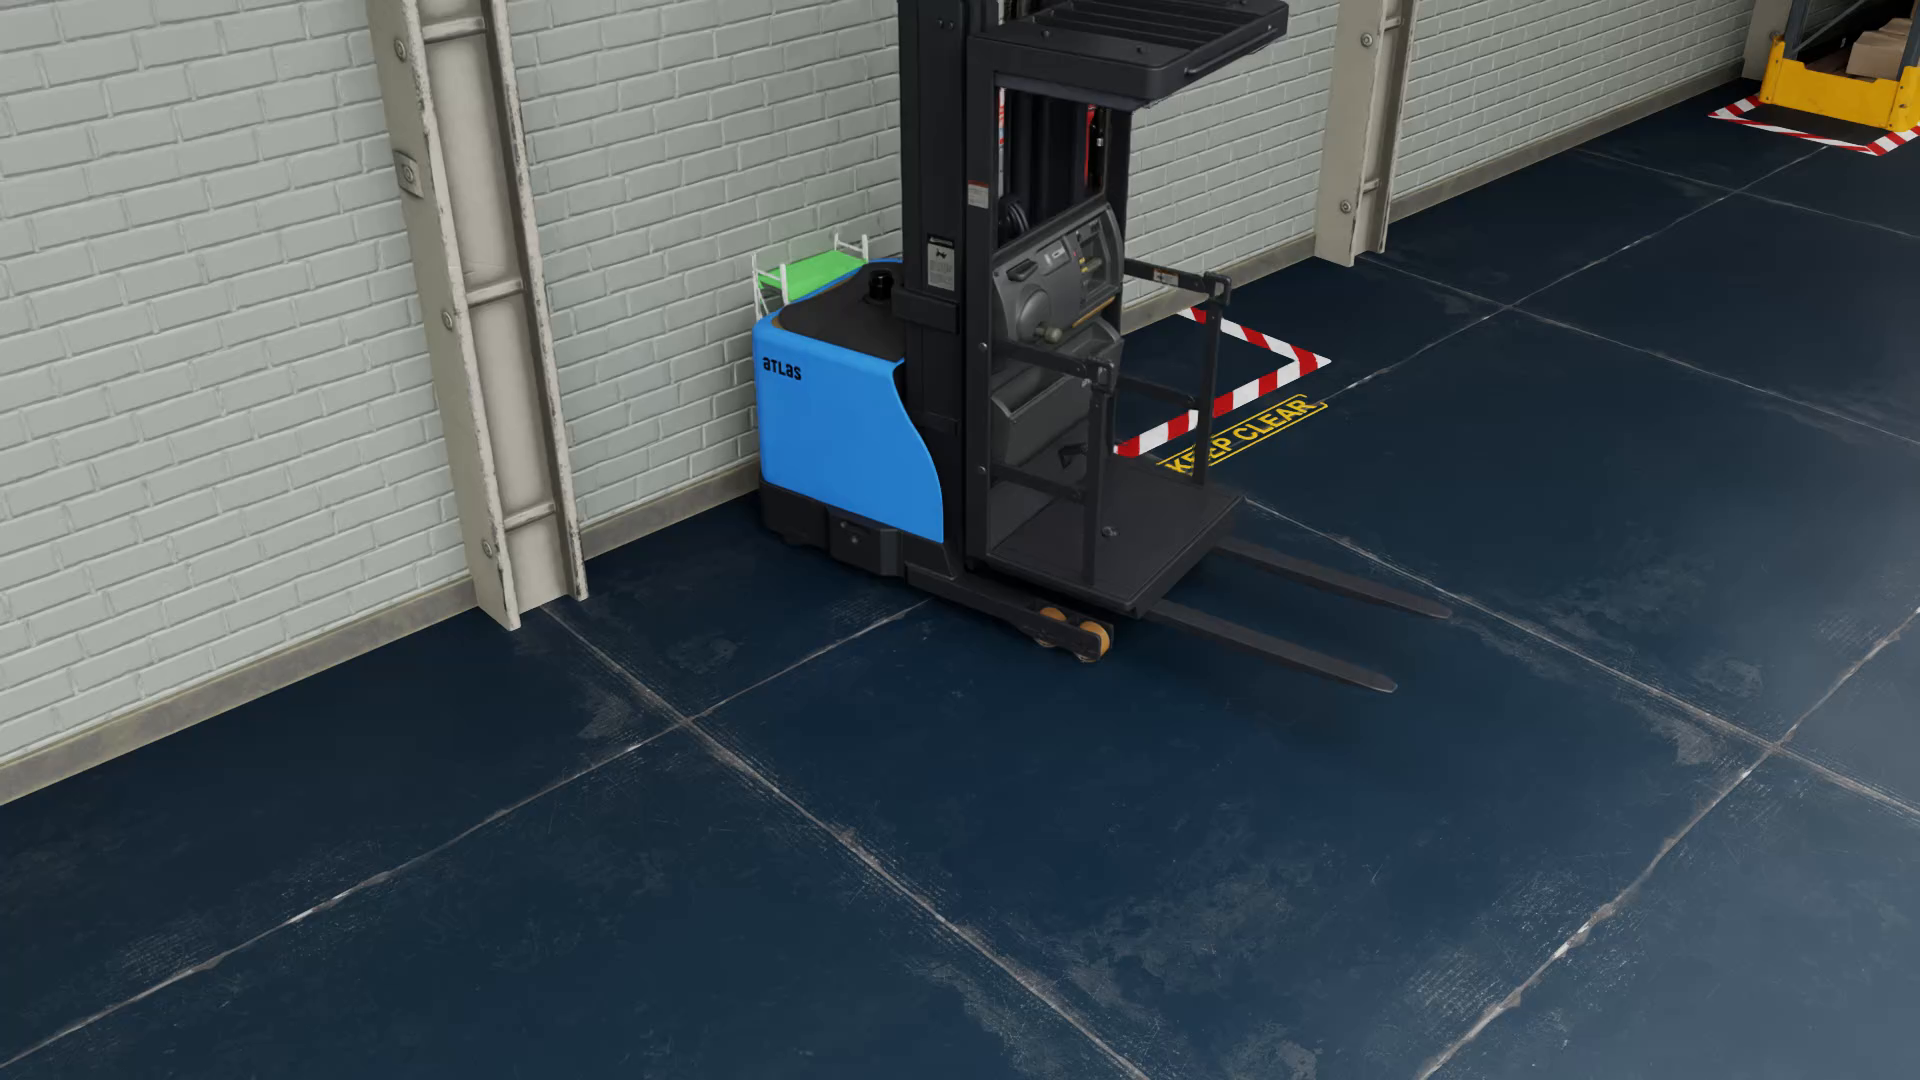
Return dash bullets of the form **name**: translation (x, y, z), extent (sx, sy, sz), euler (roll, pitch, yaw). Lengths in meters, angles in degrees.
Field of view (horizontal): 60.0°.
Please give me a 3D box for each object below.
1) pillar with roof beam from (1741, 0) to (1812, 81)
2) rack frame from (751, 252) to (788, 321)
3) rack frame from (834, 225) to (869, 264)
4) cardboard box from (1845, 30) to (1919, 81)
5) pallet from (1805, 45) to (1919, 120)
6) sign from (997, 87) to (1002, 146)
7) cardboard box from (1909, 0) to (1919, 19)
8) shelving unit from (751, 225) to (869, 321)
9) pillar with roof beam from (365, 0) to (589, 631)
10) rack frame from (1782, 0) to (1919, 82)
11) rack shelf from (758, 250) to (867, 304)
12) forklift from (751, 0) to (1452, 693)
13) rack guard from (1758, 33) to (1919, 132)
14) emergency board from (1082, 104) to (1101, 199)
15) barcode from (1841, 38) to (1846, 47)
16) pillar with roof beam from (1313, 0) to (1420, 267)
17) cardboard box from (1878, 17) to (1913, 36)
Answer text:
- **pillar with roof beam**: translation (9.842, -6.187, 9.242), extent (0.400, 9.000, 9.100), euler (-26, 40, -35)
- **rack frame**: translation (-0.852, -0.760, 7.834), extent (0.015, 1.200, 0.240), euler (-27, 38, -36)
- **rack frame**: translation (-0.500, -0.940, 8.120), extent (0.015, 1.200, 0.240), euler (-27, 38, -36)
- **cardboard box**: translation (7.559, -3.947, 13.485), extent (0.500, 0.311, 0.500), euler (24, 39, 34)
- **pallet**: translation (7.666, -3.807, 13.774), extent (1.213, 0.211, 1.003), euler (-26, 40, -35)
- **sign**: translation (0.202, -2.143, 8.345), extent (0.234, 0.329, 0.001), euler (-26, 40, -35)
- **cardboard box**: translation (8.549, -4.471, 14.161), extent (0.700, 0.500, 0.500), euler (26, 40, 36)
- **shelving unit**: translation (-0.676, -0.850, 7.977), extent (0.503, 1.200, 0.258), euler (-27, 38, -36)
- **pillar with roof beam**: translation (1.043, -1.931, 2.281), extent (0.400, 9.000, 9.100), euler (-26, 40, -35)
- **rack frame**: translation (6.990, -4.695, 12.553), extent (0.127, 3.000, 1.000), euler (-26, 40, -35)
- **rack shelf**: translation (-0.691, -1.210, 7.769), extent (0.480, 0.148, 0.258), euler (-27, 38, -36)
- **forklift**: translation (0.581, -1.059, 6.673), extent (3.031, 2.935, 1.130), euler (19, 36, 28)
- **rack guard**: translation (7.046, -3.656, 13.249), extent (0.348, 0.500, 1.175), euler (-26, 40, -35)
- **emergency board**: translation (0.678, -2.284, 8.610), extent (0.643, 1.169, 0.194), euler (-26, 40, -35)
- **barcode**: translation (7.300, -4.110, 13.743), extent (0.075, 0.075, 0.001), euler (-26, 40, -35)
- **pillar with roof beam**: translation (5.443, -4.059, 5.762), extent (0.400, 9.000, 9.100), euler (-26, 40, -35)
- **cardboard box**: translation (7.977, -4.149, 13.816), extent (0.500, 0.311, 0.500), euler (-22, 38, -32)
